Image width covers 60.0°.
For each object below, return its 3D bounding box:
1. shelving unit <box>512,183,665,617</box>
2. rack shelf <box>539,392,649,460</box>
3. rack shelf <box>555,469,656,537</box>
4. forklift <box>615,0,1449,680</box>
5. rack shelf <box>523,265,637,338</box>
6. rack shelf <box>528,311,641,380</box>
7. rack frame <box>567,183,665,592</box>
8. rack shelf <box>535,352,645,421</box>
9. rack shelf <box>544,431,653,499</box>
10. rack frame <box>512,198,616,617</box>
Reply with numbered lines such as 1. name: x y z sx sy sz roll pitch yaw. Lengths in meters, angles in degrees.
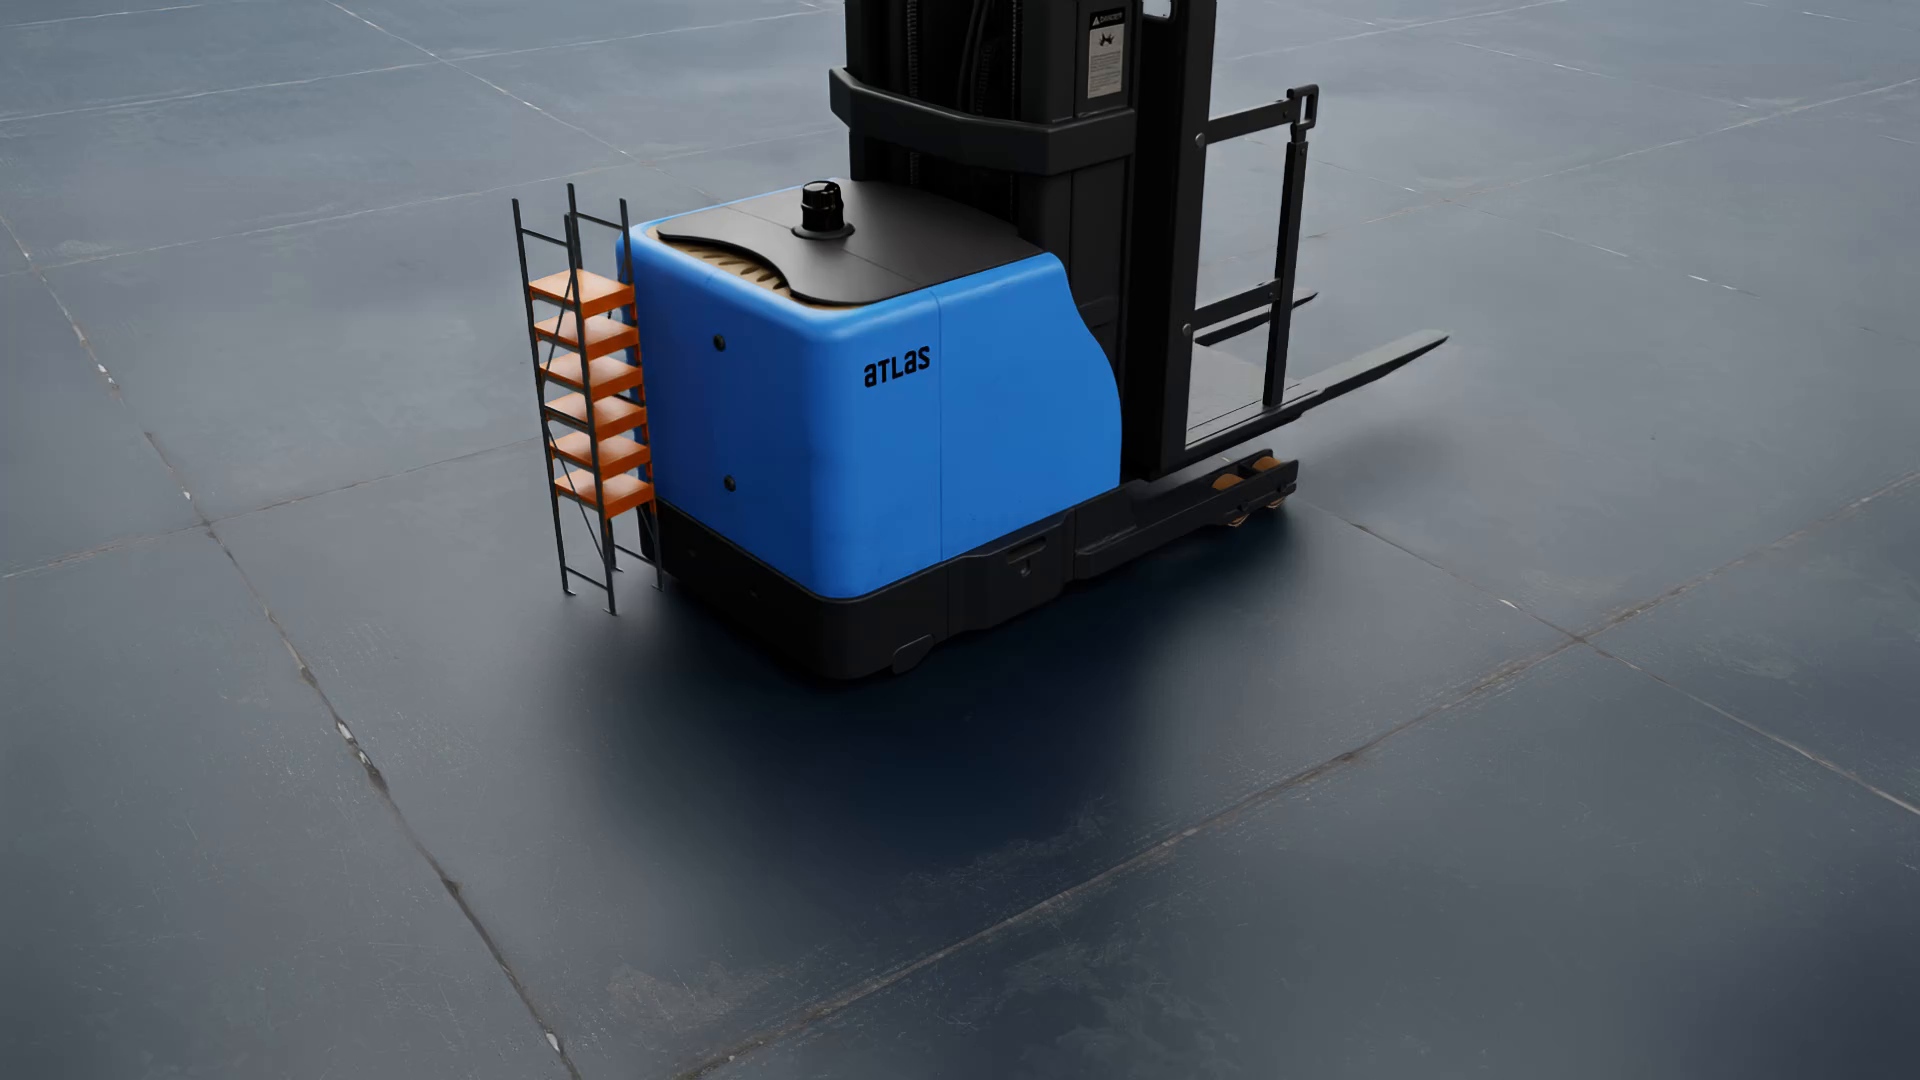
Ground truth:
1. shelving unit: -1.035 -0.375 4.683 0.258 1.200 0.189 22 35 35
2. rack shelf: -1.035 -0.336 4.704 0.258 0.103 0.180 22 35 35
3. rack shelf: -1.035 -0.125 4.818 0.258 0.103 0.180 22 35 35
4. forklift: 0.469 -1.499 4.938 3.031 2.935 1.130 -23 36 -36
5. rack shelf: -1.035 -0.652 4.532 0.258 0.103 0.180 22 35 35
6. rack shelf: -1.035 -0.547 4.589 0.258 0.103 0.180 22 35 35
7. rack frame: -0.976 -0.408 4.744 0.240 1.200 0.006 22 35 35
8. rack shelf: -1.035 -0.441 4.647 0.258 0.103 0.180 22 35 35
9. rack shelf: -1.035 -0.230 4.761 0.258 0.103 0.180 22 35 35
10. rack frame: -1.094 -0.341 4.621 0.240 1.200 0.006 22 35 35
